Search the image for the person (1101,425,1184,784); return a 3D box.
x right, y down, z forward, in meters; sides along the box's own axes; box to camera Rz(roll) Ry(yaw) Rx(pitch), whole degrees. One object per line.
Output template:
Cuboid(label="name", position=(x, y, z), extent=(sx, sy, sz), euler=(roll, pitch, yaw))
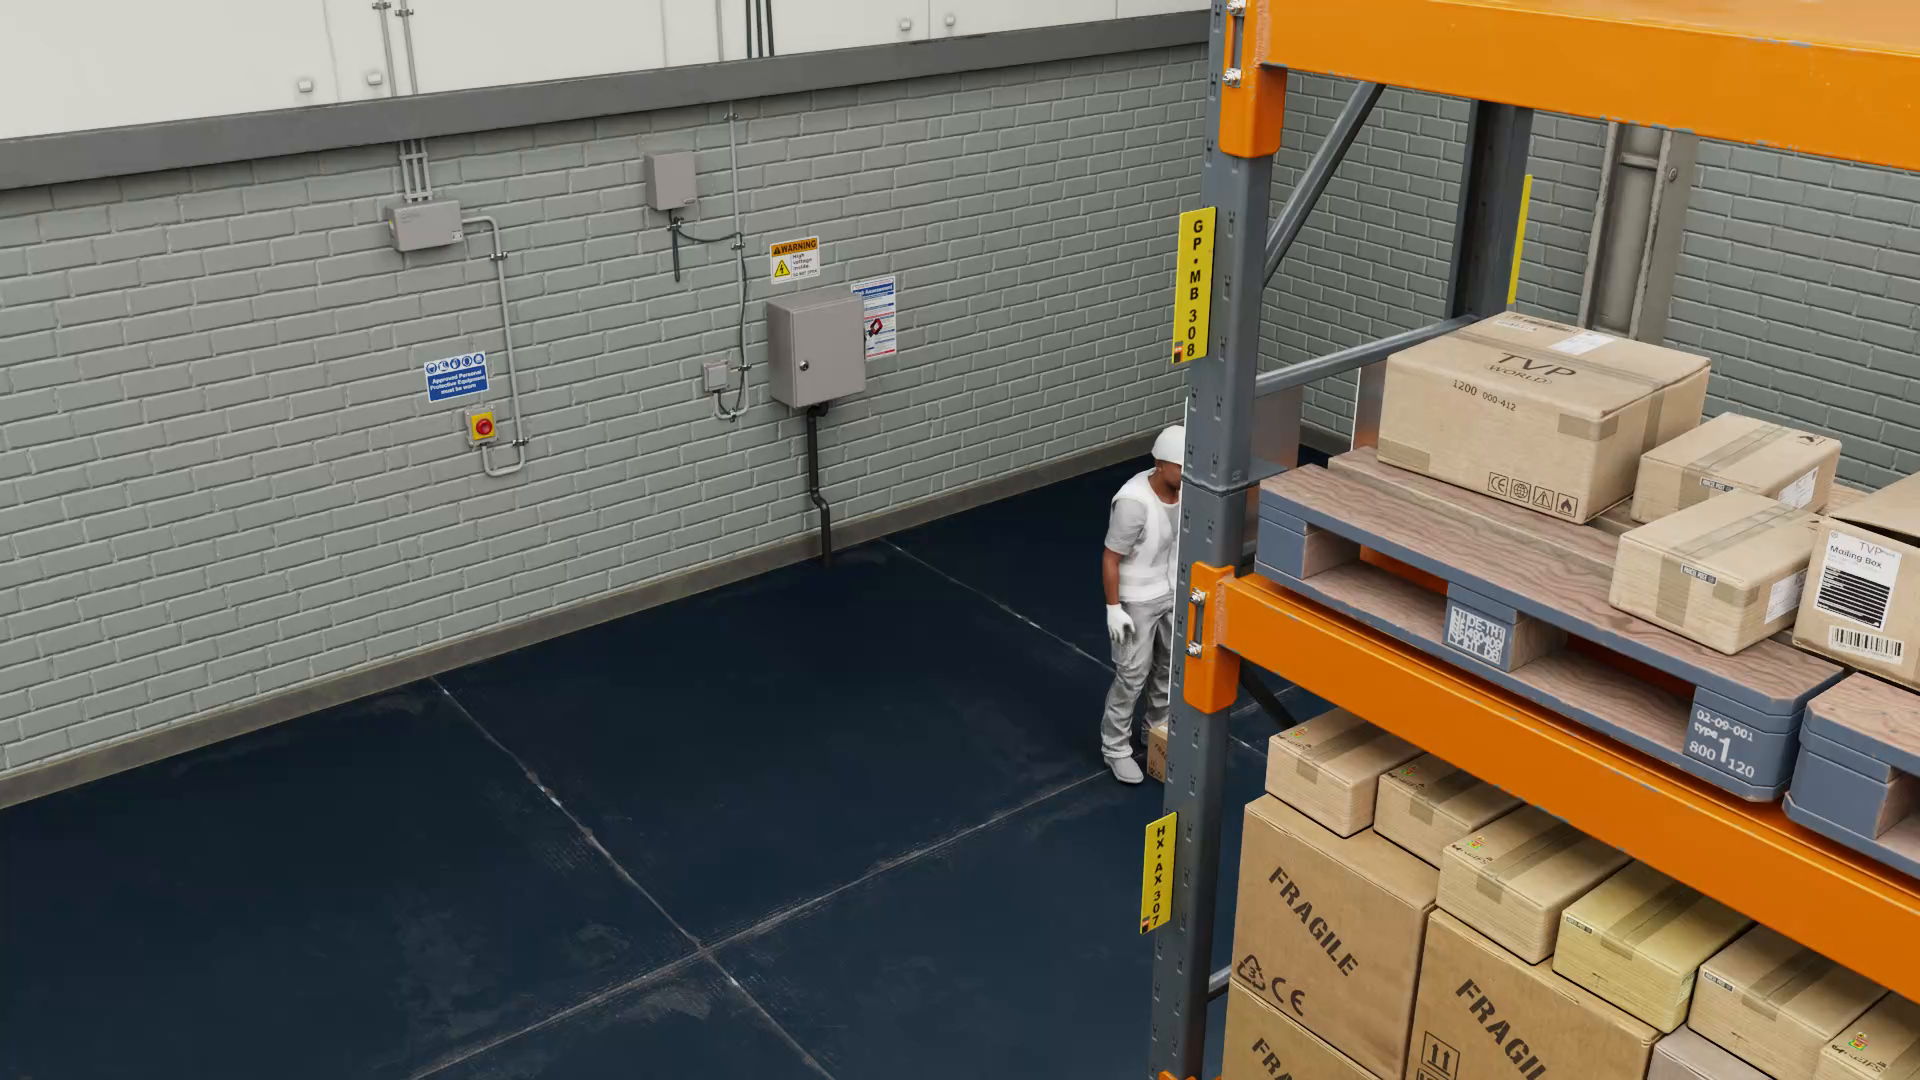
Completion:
Cuboid(label="person", position=(0.934, 0.280, 7.977), extent=(0.614, 1.773, 0.450), euler=(-18, 30, -35))
